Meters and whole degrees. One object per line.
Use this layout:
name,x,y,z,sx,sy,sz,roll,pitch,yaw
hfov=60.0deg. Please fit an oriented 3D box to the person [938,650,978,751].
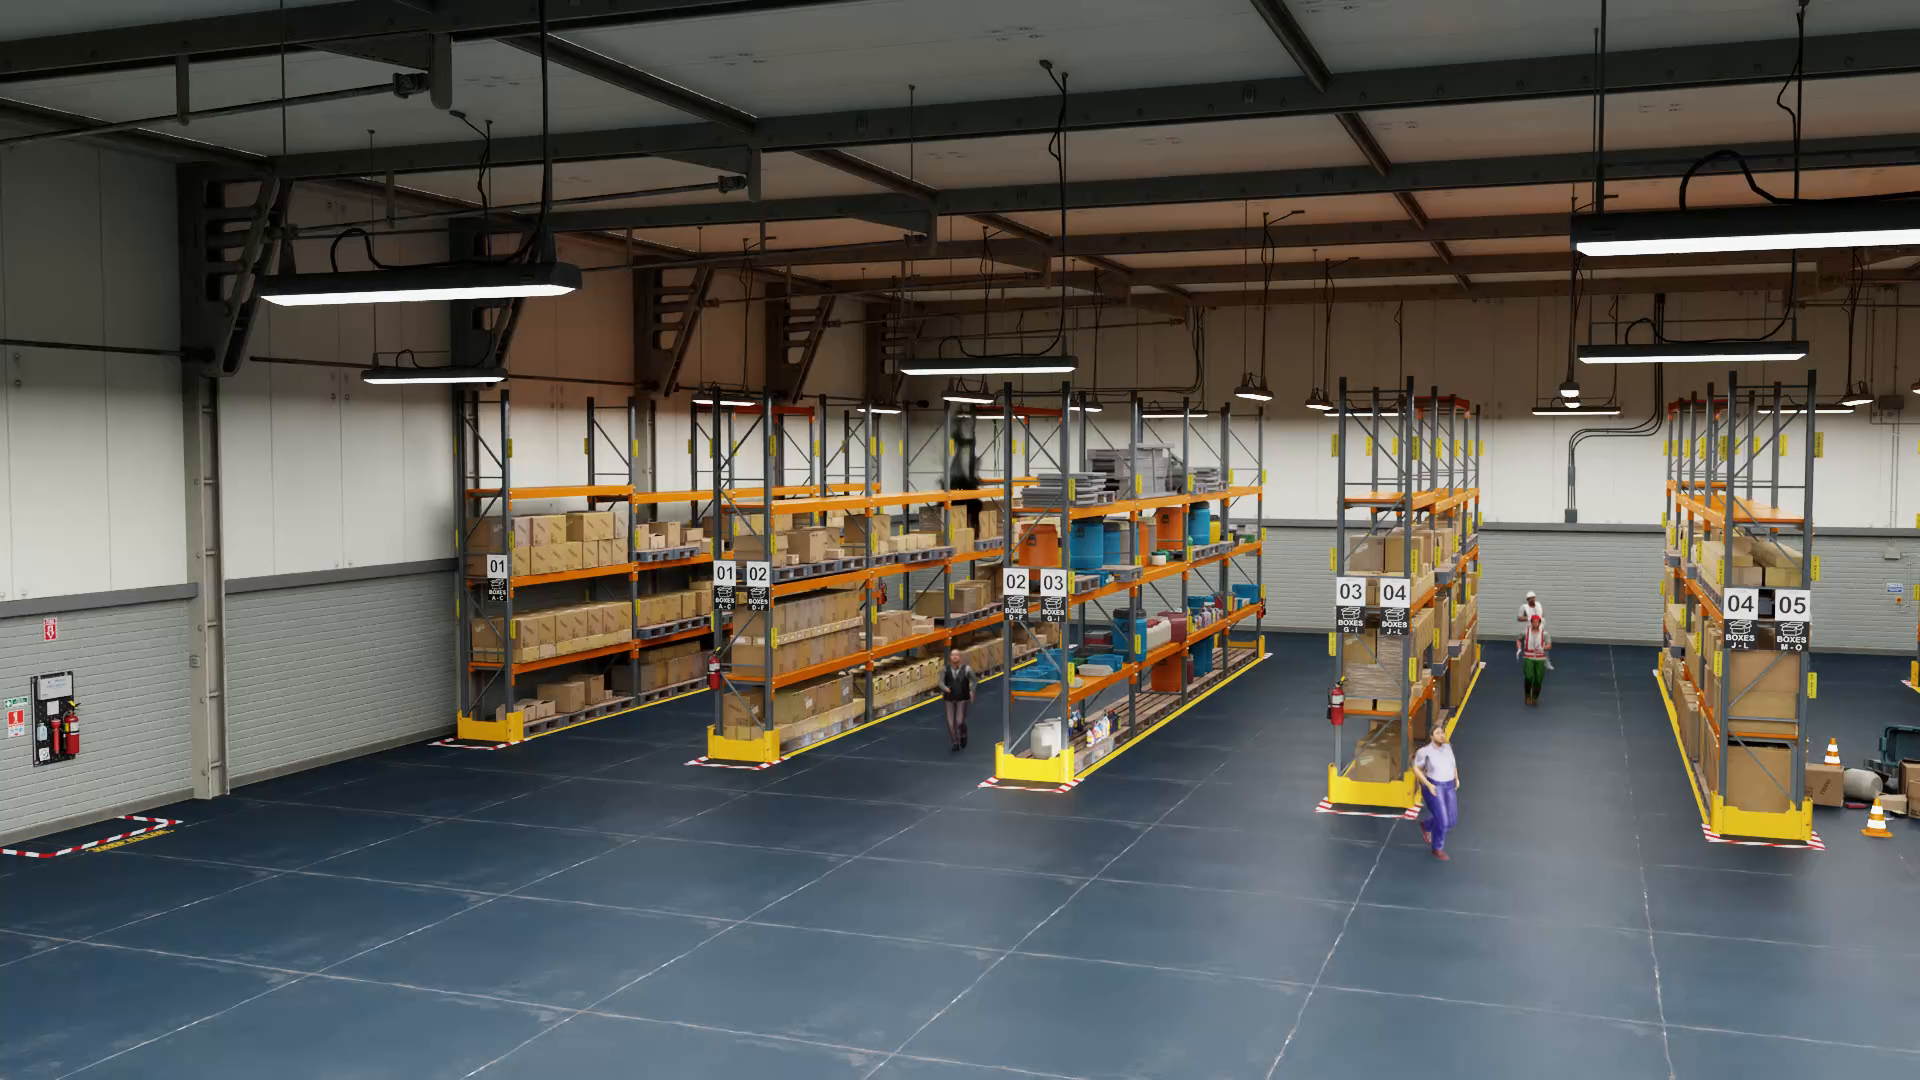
person,-0.063,2.650,27.337,0.645,1.679,0.592,1,3,11

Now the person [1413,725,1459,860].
person,5.857,3.085,20.490,0.602,1.615,0.585,-1,3,-23

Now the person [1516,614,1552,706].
person,11.126,2.333,32.227,0.641,1.775,0.687,1,3,15

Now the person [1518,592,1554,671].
person,13.007,2.042,37.746,0.756,1.764,0.766,0,3,0
